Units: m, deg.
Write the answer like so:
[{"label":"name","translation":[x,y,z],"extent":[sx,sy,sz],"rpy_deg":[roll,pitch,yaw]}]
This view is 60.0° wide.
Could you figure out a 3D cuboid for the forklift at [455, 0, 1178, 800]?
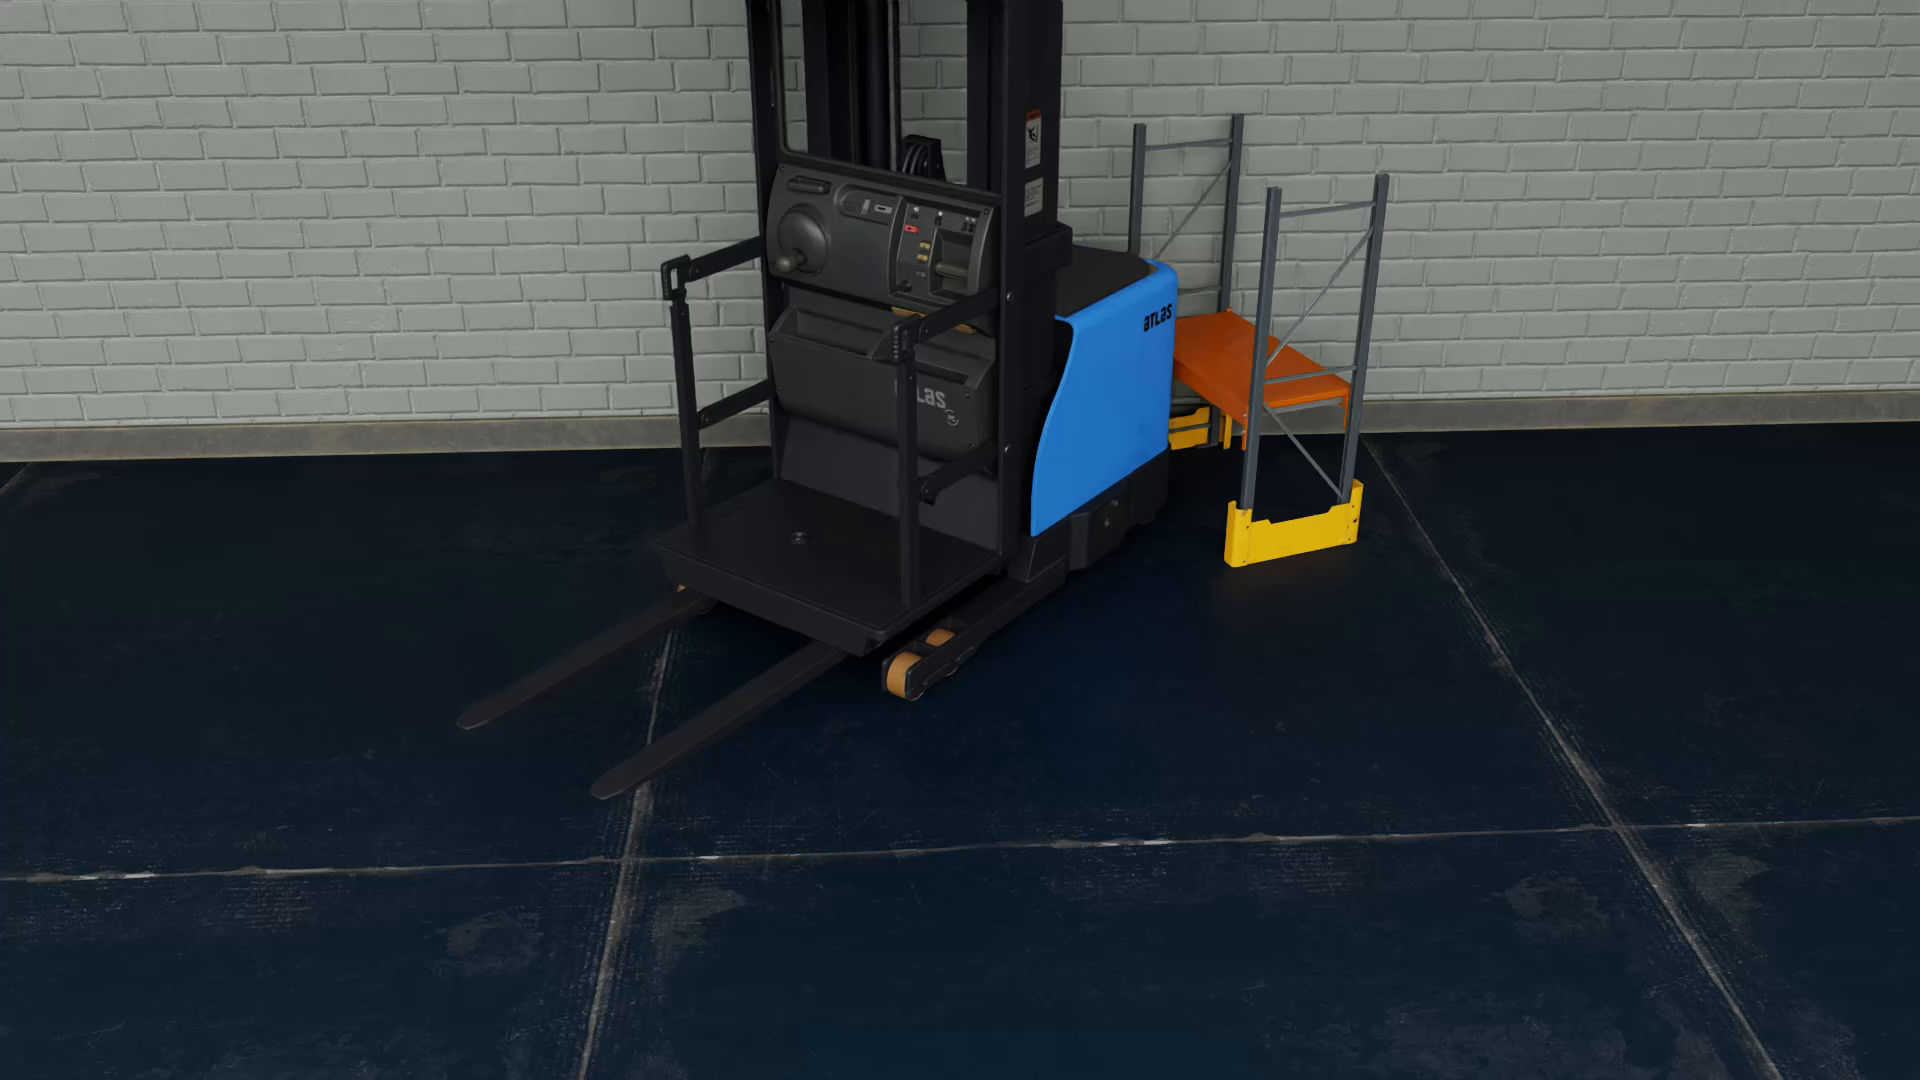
[{"label":"forklift","translation":[-0.409,-1.005,5.507],"extent":[1.130,2.935,3.031],"rpy_deg":[19,33,32]}]

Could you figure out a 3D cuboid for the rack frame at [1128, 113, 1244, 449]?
[{"label":"rack frame","translation":[0.940,-1.059,7.159],"extent":[0.500,1.500,0.032],"rpy_deg":[-11,29,-20]}]

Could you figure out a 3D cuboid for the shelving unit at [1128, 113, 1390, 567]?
[{"label":"shelving unit","translation":[1.138,-0.838,6.735],"extent":[0.587,1.500,1.083],"rpy_deg":[-11,29,-20]}]

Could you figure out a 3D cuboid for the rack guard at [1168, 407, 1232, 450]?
[{"label":"rack guard","translation":[0.948,-0.497,7.432],"extent":[0.587,0.250,0.087],"rpy_deg":[-11,29,-20]}]

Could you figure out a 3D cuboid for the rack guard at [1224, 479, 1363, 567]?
[{"label":"rack guard","translation":[1.328,-0.071,6.615],"extent":[0.587,0.250,0.087],"rpy_deg":[-11,29,-20]}]

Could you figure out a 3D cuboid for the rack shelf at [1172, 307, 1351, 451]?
[{"label":"rack shelf","translation":[1.134,-0.682,6.825],"extent":[0.538,0.185,1.000],"rpy_deg":[-11,29,-20]}]

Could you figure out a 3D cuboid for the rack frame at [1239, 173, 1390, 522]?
[{"label":"rack frame","translation":[1.328,-0.624,6.325],"extent":[0.500,1.500,0.032],"rpy_deg":[-11,29,-20]}]
